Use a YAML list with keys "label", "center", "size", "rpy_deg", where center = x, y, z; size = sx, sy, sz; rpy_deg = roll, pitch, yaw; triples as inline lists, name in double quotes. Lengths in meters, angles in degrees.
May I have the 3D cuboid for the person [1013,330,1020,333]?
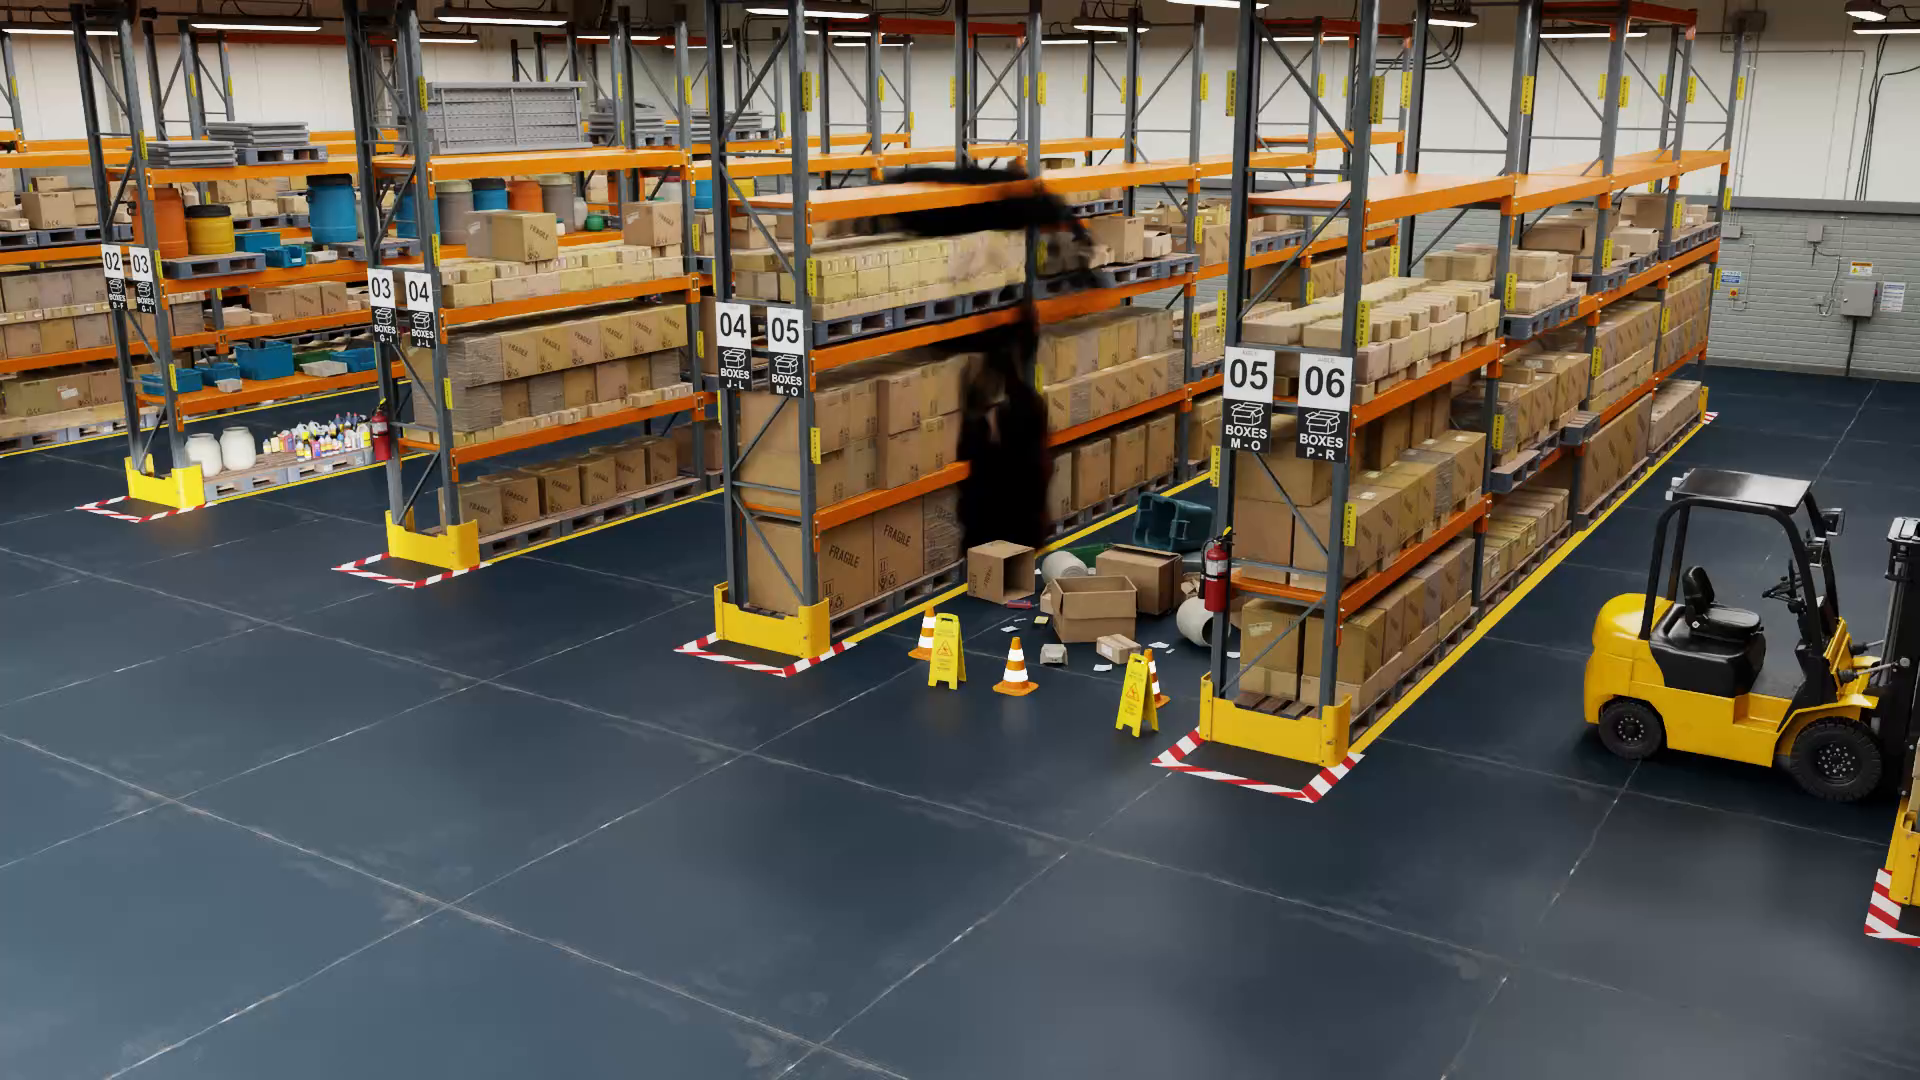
- label: "person"
  center: [0.753, -1.950, 22.243]
  size: [0.713, 1.739, 0.637]
  rpy_deg: [8, 17, 26]
